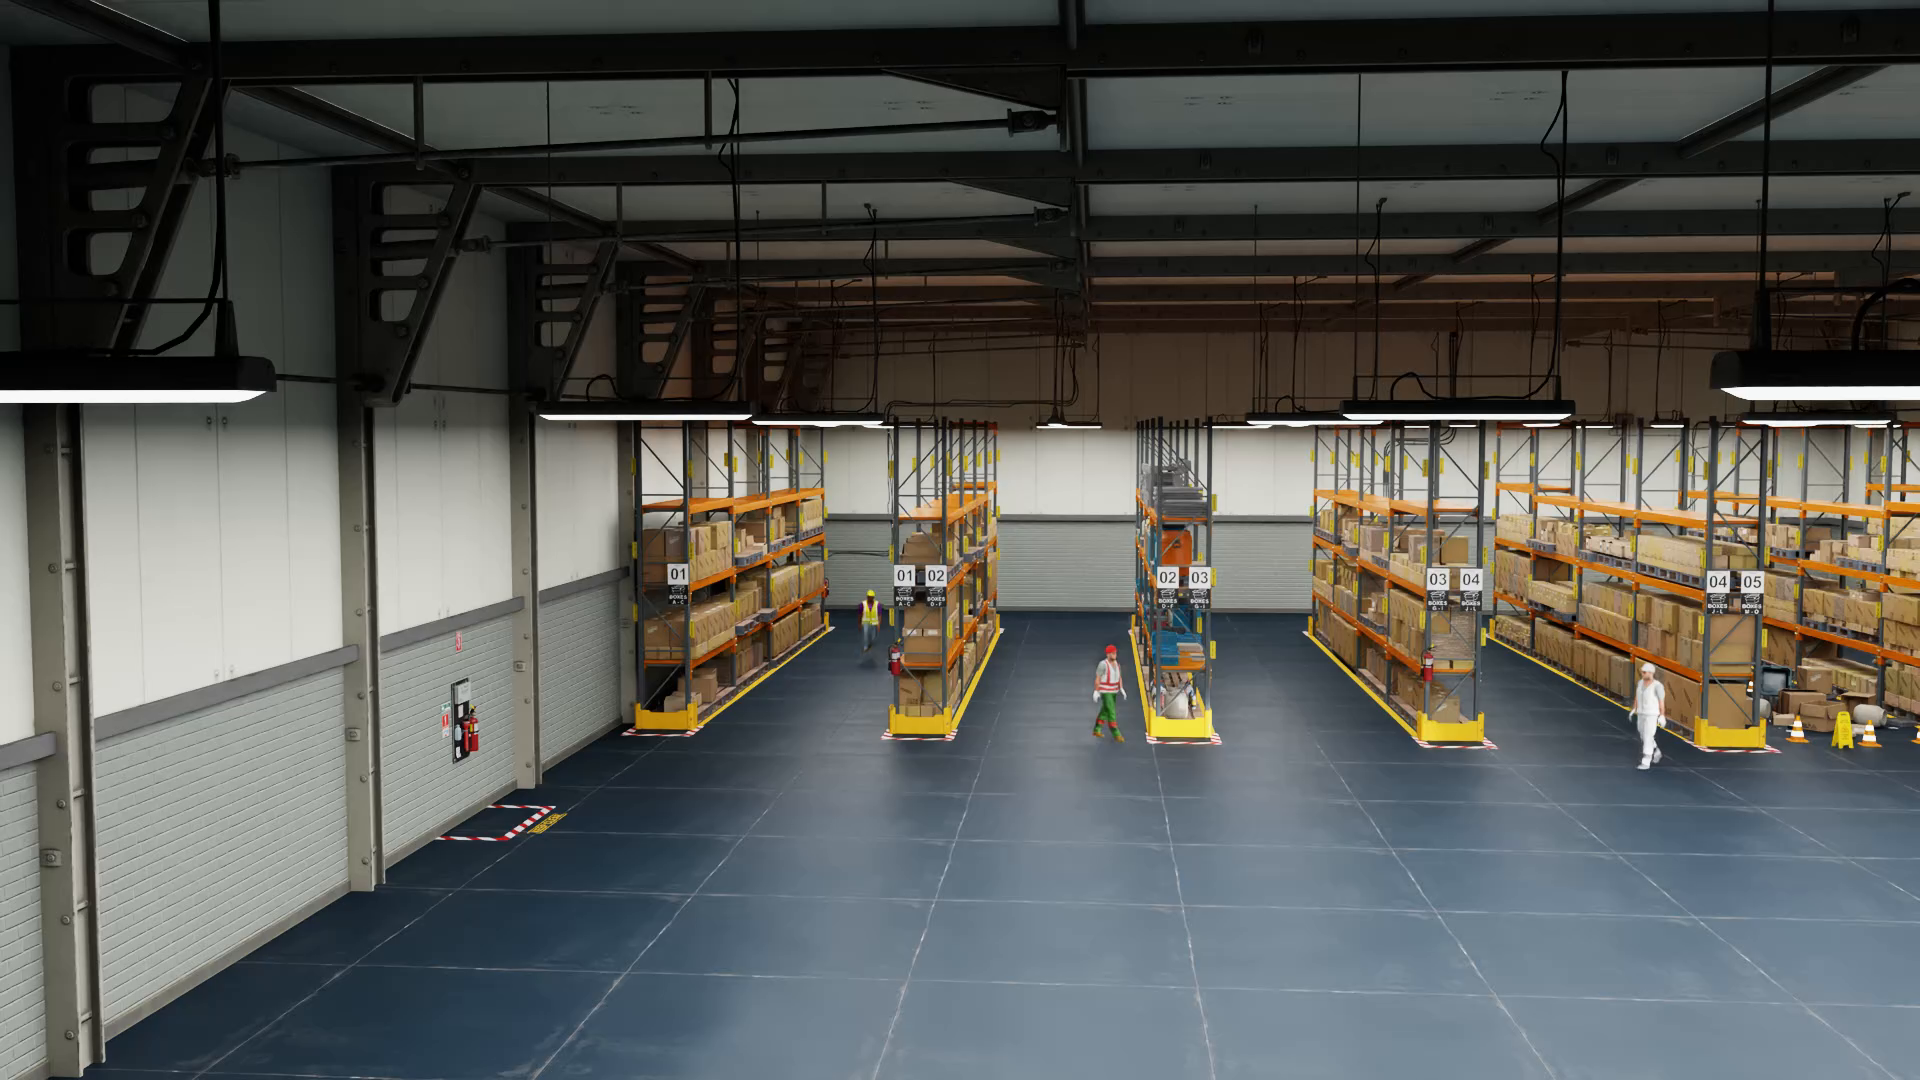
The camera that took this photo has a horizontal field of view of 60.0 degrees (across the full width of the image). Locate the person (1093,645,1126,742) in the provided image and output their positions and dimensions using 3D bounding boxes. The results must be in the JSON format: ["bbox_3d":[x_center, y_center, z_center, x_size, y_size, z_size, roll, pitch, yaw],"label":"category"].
[{"bbox_3d":[2.804,2.817,30.716,0.957,1.739,0.601,3,5,41],"label":"person"}]

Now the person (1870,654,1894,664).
[{"bbox_3d":[22.799,2.164,40.942,0.536,1.790,0.530,-1,4,-16],"label":"person"}]

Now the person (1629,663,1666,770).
[{"bbox_3d":[11.745,2.982,28.328,0.832,1.776,0.539,-2,4,-24],"label":"person"}]

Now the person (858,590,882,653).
[{"bbox_3d":[-2.216,2.008,41.250,0.592,1.511,1.019,-1,4,-12],"label":"person"}]
